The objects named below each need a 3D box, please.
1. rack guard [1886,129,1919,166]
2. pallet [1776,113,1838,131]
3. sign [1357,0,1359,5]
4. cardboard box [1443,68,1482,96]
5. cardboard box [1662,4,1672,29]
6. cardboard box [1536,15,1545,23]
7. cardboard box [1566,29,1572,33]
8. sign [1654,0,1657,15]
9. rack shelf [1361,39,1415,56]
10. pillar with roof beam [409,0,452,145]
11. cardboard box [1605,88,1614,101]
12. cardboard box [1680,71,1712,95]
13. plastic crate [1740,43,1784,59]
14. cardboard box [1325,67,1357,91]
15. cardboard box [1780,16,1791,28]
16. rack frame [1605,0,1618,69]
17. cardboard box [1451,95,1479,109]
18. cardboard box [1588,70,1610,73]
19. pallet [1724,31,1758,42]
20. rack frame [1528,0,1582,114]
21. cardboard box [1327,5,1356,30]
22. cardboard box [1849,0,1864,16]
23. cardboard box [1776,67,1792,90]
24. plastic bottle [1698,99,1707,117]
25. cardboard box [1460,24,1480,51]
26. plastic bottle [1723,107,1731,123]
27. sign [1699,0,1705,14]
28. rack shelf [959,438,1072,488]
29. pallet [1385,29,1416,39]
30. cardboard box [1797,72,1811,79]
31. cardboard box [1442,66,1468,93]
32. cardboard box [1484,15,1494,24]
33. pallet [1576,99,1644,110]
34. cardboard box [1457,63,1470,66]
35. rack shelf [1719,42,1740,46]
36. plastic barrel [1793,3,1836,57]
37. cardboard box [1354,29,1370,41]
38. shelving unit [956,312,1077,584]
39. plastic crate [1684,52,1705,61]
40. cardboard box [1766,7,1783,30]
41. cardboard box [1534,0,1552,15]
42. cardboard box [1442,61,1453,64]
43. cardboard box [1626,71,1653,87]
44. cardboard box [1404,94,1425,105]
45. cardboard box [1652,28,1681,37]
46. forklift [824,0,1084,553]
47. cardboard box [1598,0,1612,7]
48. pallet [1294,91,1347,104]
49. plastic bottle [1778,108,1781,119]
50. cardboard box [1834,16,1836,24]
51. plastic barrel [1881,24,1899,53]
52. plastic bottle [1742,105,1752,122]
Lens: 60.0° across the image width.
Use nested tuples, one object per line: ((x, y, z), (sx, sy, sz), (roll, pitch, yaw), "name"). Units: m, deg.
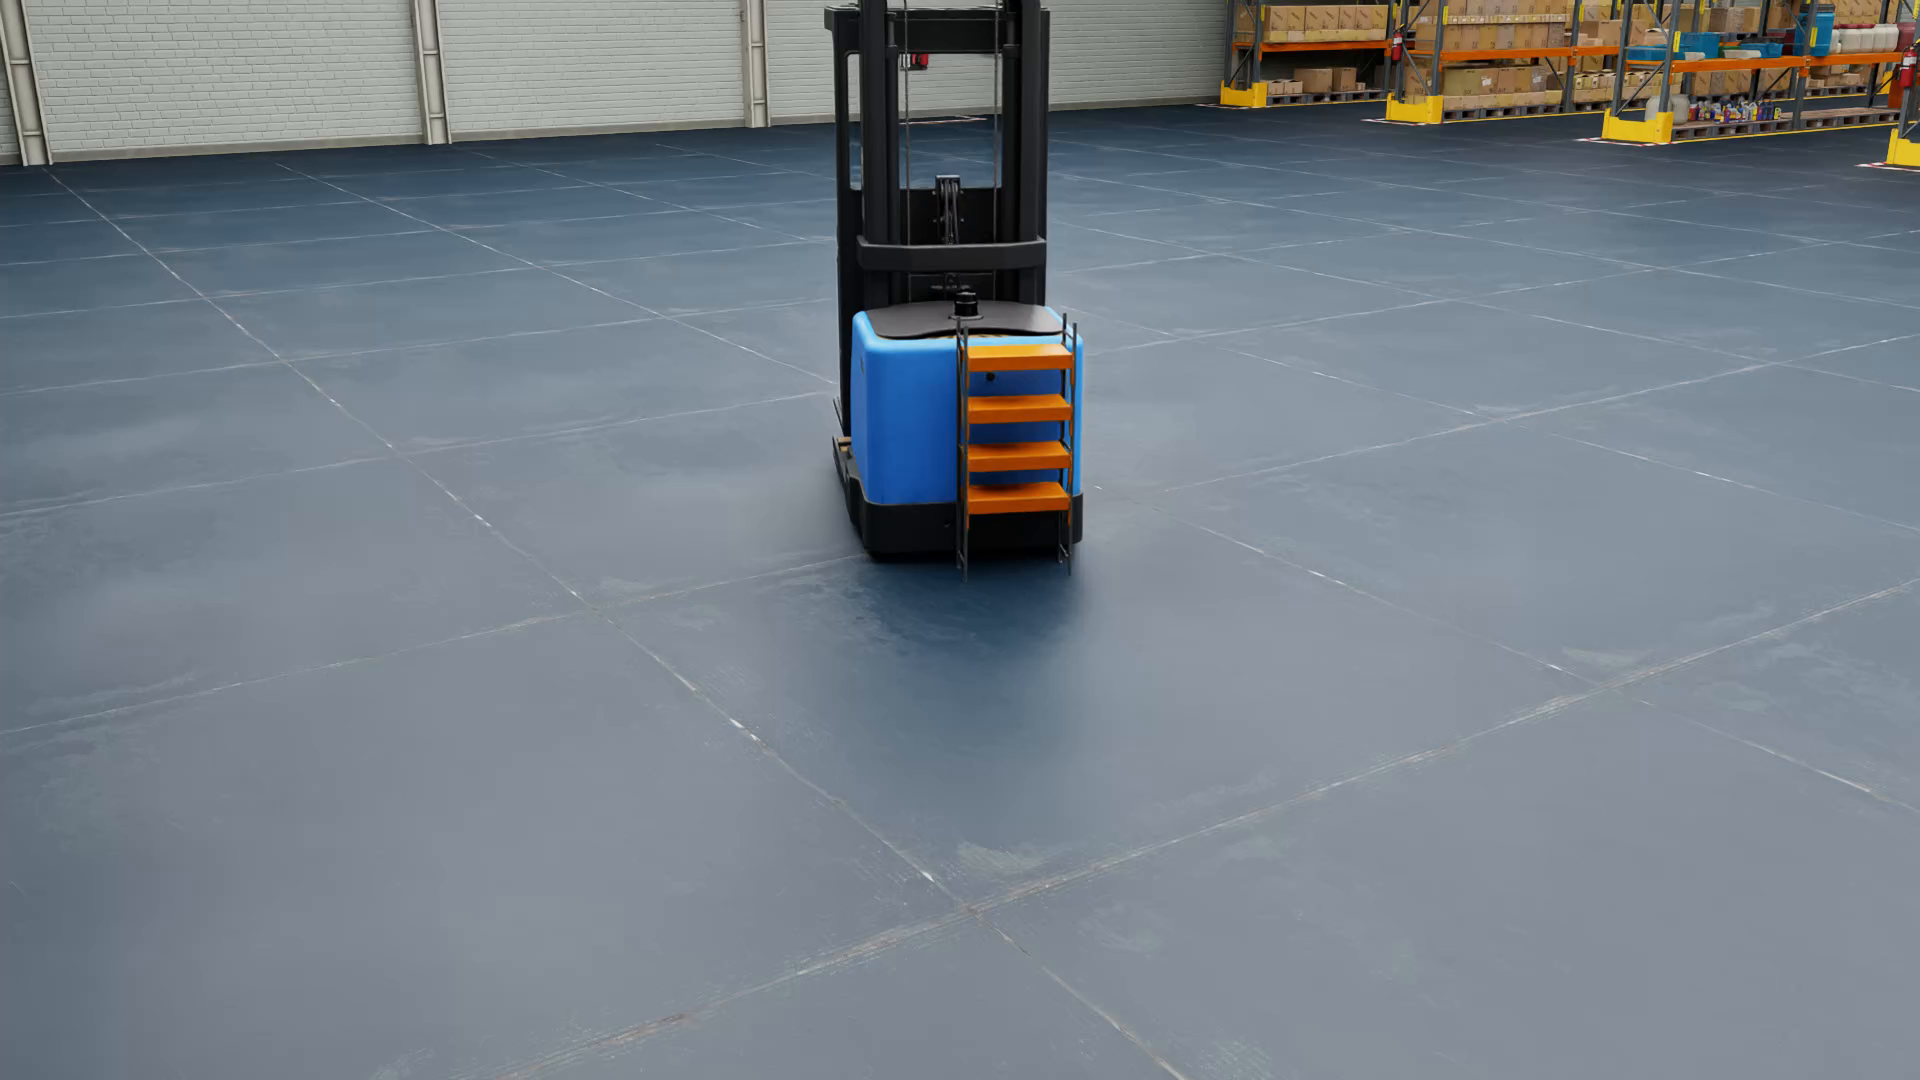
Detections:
((14.360, -5.774, 24.544), (0.348, 0.500, 1.175), (-12, 22, -31), "rack guard")
((15.548, -7.802, 30.993), (1.213, 0.211, 1.003), (-12, 22, -31), "pallet")
((9.156, -12.321, 38.197), (0.005, 0.325, 0.100), (-12, 22, -31), "sign")
((9.838, -8.971, 32.562), (0.500, 0.500, 0.500), (-12, 22, -31), "cardboard box")
((17.823, -13.525, 43.098), (0.700, 0.700, 0.980), (-13, 23, -34), "cardboard box")
((11.439, -10.413, 33.194), (0.250, 0.149, 0.380), (-12, 22, -32), "cardboard box")
((14.934, -12.577, 41.123), (0.250, 0.149, 0.380), (-13, 22, -33), "cardboard box")
((15.227, -11.659, 36.364), (0.005, 0.325, 0.100), (-12, 22, -31), "sign")
((11.135, -11.636, 39.103), (4.000, 0.370, 1.077), (-12, 22, -31), "rack shelf")
((-6.433, -9.794, 23.165), (0.400, 9.000, 9.100), (-12, 22, -31), "pillar with roof beam")
((13.524, -9.383, 34.953), (0.500, 0.250, 0.500), (-13, 22, -33), "cardboard box")
((16.070, -10.033, 36.453), (0.500, 0.500, 0.500), (-11, 22, -29), "cardboard box")
((14.138, -8.636, 29.339), (0.616, 0.251, 0.499), (-12, 22, -31), "plastic crate")
((8.620, -10.455, 37.703), (0.500, 0.500, 0.500), (-14, 23, -35), "cardboard box")
((19.150, -11.913, 38.644), (0.500, 0.500, 0.500), (-11, 22, -31), "cardboard box")
((16.146, -13.033, 42.113), (0.127, 3.000, 1.000), (-12, 22, -31), "rack frame")
((9.837, -8.616, 32.684), (0.500, 0.250, 0.500), (-12, 22, -31), "cardboard box")
((13.644, -9.878, 35.542), (0.500, 0.311, 0.500), (-12, 22, -32), "cardboard box")
((17.155, -11.257, 37.160), (1.213, 0.211, 1.003), (-12, 22, -31), "pallet")
((12.192, -10.300, 34.028), (0.127, 3.000, 1.000), (-12, 22, -31), "rack frame")
((8.400, -11.577, 36.837), (0.500, 0.500, 0.500), (-13, 22, -33), "cardboard box")
((20.713, -12.511, 38.849), (0.500, 0.500, 0.500), (-11, 22, -30), "cardboard box")
((18.619, -10.570, 38.042), (0.500, 0.500, 0.500), (-12, 22, -32), "cardboard box")
((13.343, -7.756, 29.952), (0.185, 0.351, 0.144), (-11, 22, -29), "plastic bottle")
((9.684, -9.815, 32.438), (0.500, 0.500, 0.700), (-11, 22, -30), "cardboard box")
((13.457, -7.462, 29.189), (0.133, 0.283, 0.061), (-11, 22, -31), "plastic bottle")
((15.841, -11.405, 35.489), (0.005, 0.325, 0.100), (-12, 22, -31), "sign")
((0.250, -0.353, 7.626), (0.480, 0.148, 0.258), (-3, 19, -8), "rack shelf")
((10.183, -11.629, 38.259), (1.213, 0.211, 1.003), (-12, 22, -31), "pallet")
((19.820, -10.952, 39.468), (0.500, 0.311, 0.500), (-12, 22, -31), "cardboard box")
((9.963, -9.201, 33.244), (0.500, 0.500, 0.500), (-12, 22, -31), "cardboard box")
((10.159, -10.144, 32.397), (0.250, 0.149, 0.380), (-13, 23, -33), "cardboard box")
((13.806, -9.335, 35.529), (1.213, 0.211, 1.003), (-12, 22, -31), "pallet")
((11.739, -11.153, 39.766), (0.500, 0.500, 0.700), (-12, 22, -31), "cardboard box")
((17.203, -11.016, 37.269), (4.000, 0.370, 1.077), (-12, 22, -31), "rack shelf")
((15.403, -9.199, 29.988), (0.708, 0.901, 0.600), (-12, 22, -31), "plastic barrel")
((8.815, -11.313, 37.226), (0.500, 0.250, 0.500), (-12, 22, -31), "cardboard box")
((0.250, -0.417, 7.605), (0.503, 1.200, 0.258), (-3, 19, -8), "shelving unit")
((12.497, -8.217, 28.277), (0.250, 0.136, 0.298), (-12, 22, -31), "plastic crate")
((18.355, -11.932, 38.043), (0.700, 0.500, 0.500), (14, 23, 35), "cardboard box")
((11.404, -10.793, 33.304), (0.500, 0.500, 0.700), (-12, 22, -32), "cardboard box")
((11.295, -11.392, 39.303), (0.500, 0.250, 0.500), (-12, 22, -32), "cardboard box")
((14.377, -9.827, 35.391), (0.500, 0.311, 0.500), (-12, 22, -32), "cardboard box")
((9.137, -8.665, 32.830), (0.500, 0.250, 0.500), (-12, 22, -31), "cardboard box")
((15.205, -10.910, 35.971), (0.500, 0.311, 0.500), (-10, 21, -28), "cardboard box")
((-0.128, -1.756, 8.864), (1.130, 2.935, 3.031), (-3, 19, -8), "forklift")
((15.897, -13.436, 41.481), (0.500, 0.250, 0.500), (-11, 22, -30), "cardboard box")
((7.903, -9.959, 37.375), (1.213, 0.211, 1.003), (-12, 22, -31), "pallet")
((14.782, -7.710, 30.049), (0.097, 0.201, 0.097), (0, 19, 0), "plastic bottle")
((19.875, -11.864, 38.499), (0.500, 0.500, 0.500), (-11, 22, -30), "cardboard box")
((17.512, -9.494, 31.468), (0.421, 0.512, 0.421), (0, 19, 0), "plastic barrel")
((13.966, -7.584, 29.559), (0.135, 0.276, 0.152), (-11, 22, -30), "plastic bottle")
